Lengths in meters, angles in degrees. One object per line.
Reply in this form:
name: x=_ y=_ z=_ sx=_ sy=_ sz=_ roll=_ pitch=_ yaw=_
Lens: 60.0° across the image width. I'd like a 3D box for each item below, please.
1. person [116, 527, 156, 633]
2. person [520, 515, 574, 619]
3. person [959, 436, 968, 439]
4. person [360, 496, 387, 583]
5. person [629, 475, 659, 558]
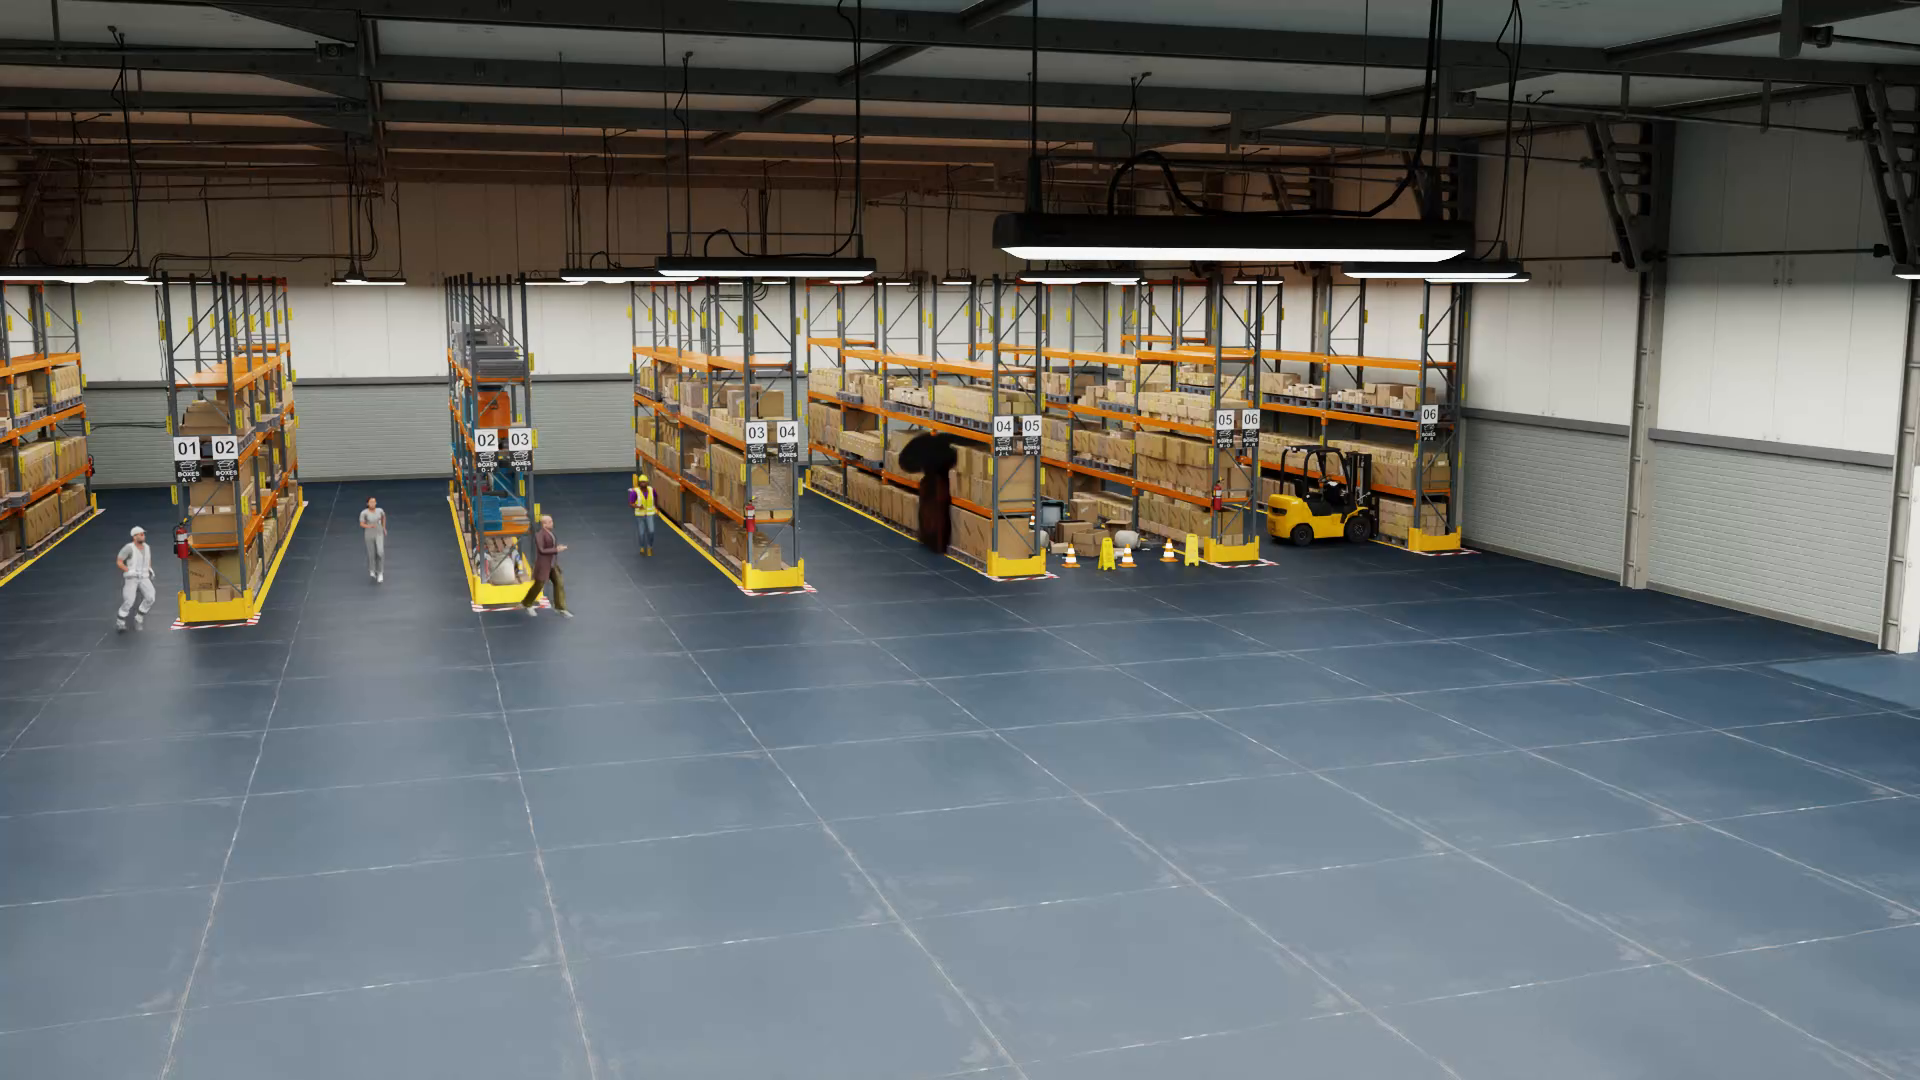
person: x=-13.816 y=0.658 z=27.958 sx=0.646 sy=1.760 sz=0.708 roll=5 pitch=10 yaw=32
person: x=-7.236 y=0.470 z=28.921 sx=0.976 sy=1.817 sz=0.680 roll=3 pitch=9 yaw=16
person: x=0.260 y=-2.987 z=51.977 sx=0.855 sy=1.826 sz=0.687 roll=-5 pitch=10 yaw=-30
person: x=-11.531 y=-0.021 z=32.712 sx=0.504 sy=1.711 sz=0.818 roll=-4 pitch=9 yaw=-23
person: x=-6.752 y=-0.506 z=35.621 sx=0.654 sy=1.786 sz=0.812 roll=-3 pitch=9 yaw=-16
